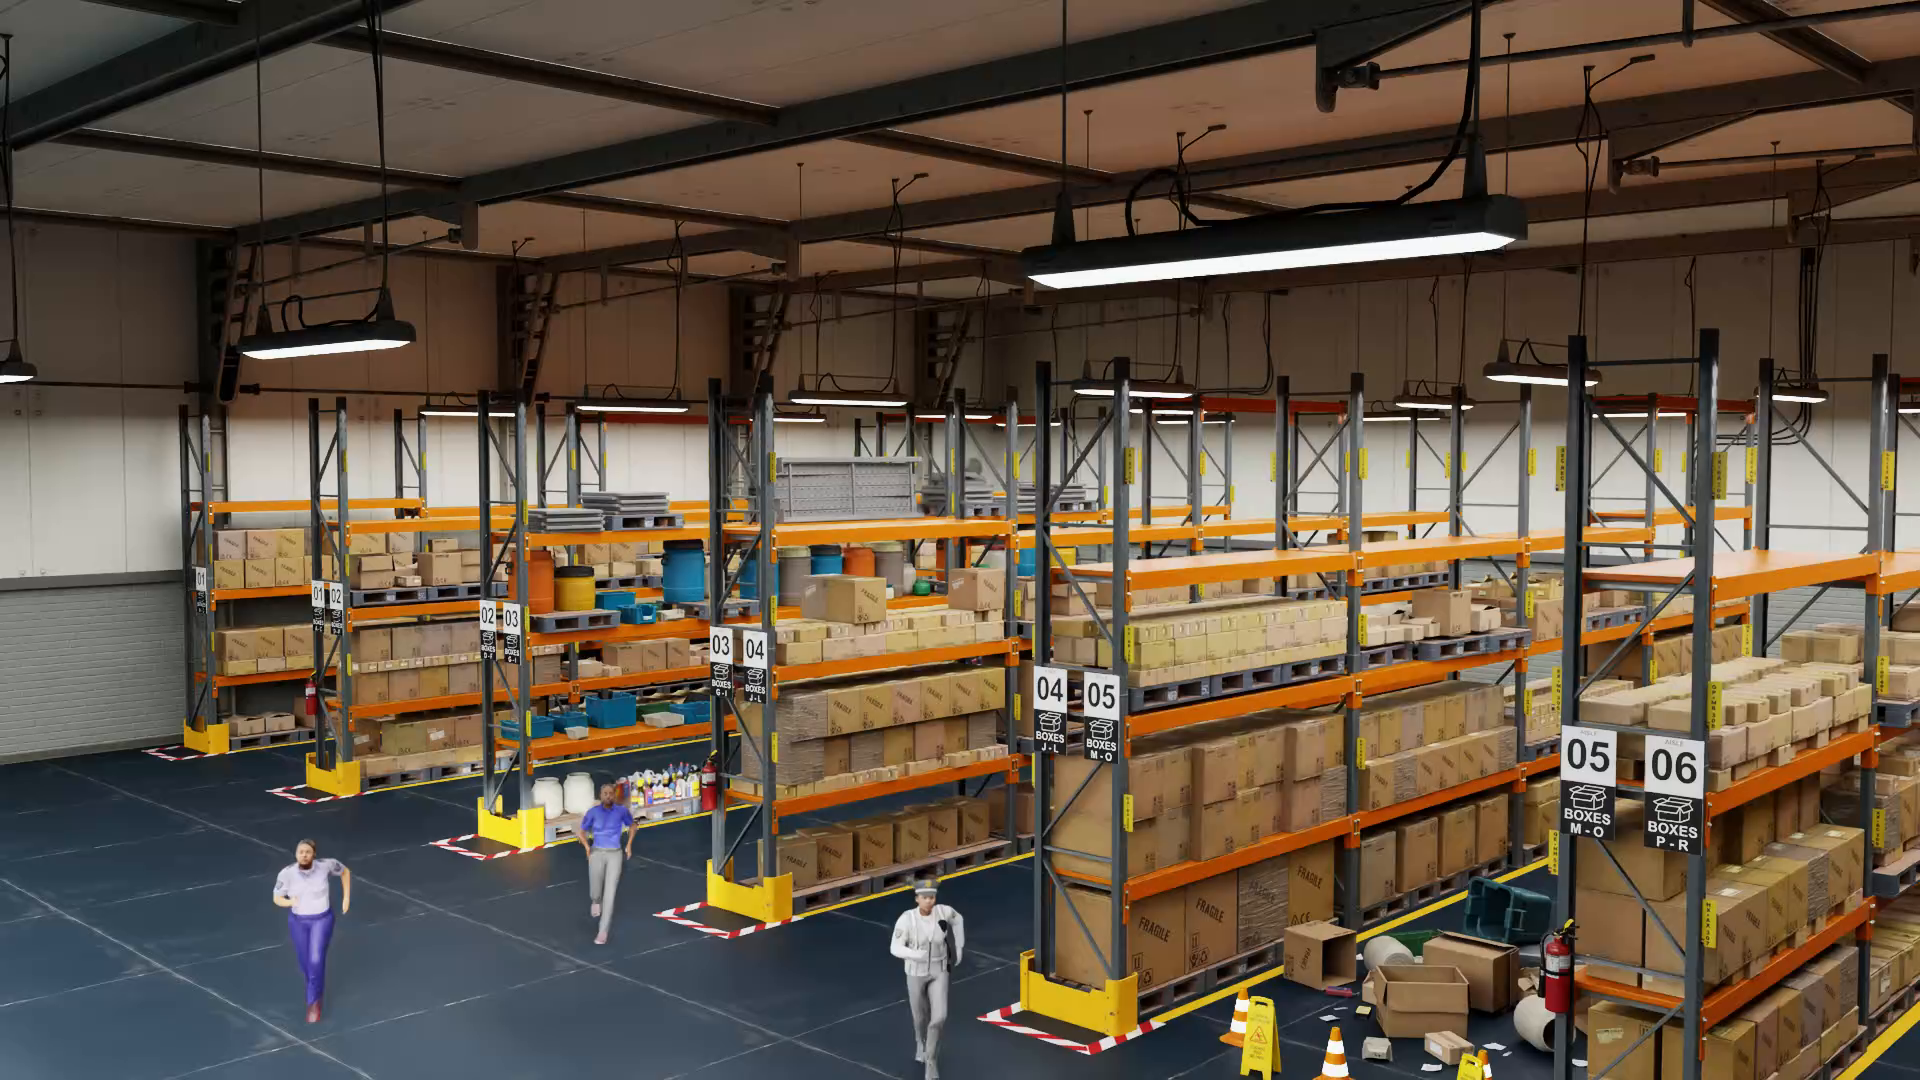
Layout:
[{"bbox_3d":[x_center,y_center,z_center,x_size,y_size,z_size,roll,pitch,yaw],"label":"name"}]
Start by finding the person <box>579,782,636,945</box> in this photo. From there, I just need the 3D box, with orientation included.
[{"bbox_3d":[-3.779,3.417,17.833,0.609,1.642,0.883,-1,3,-10],"label":"person"}]

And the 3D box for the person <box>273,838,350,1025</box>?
[{"bbox_3d":[-5.952,3.548,15.277,0.627,1.678,0.821,-1,3,-12],"label":"person"}]

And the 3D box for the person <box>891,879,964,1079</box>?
[{"bbox_3d":[-0.265,3.601,13.734,0.638,1.712,0.814,0,3,-8],"label":"person"}]
